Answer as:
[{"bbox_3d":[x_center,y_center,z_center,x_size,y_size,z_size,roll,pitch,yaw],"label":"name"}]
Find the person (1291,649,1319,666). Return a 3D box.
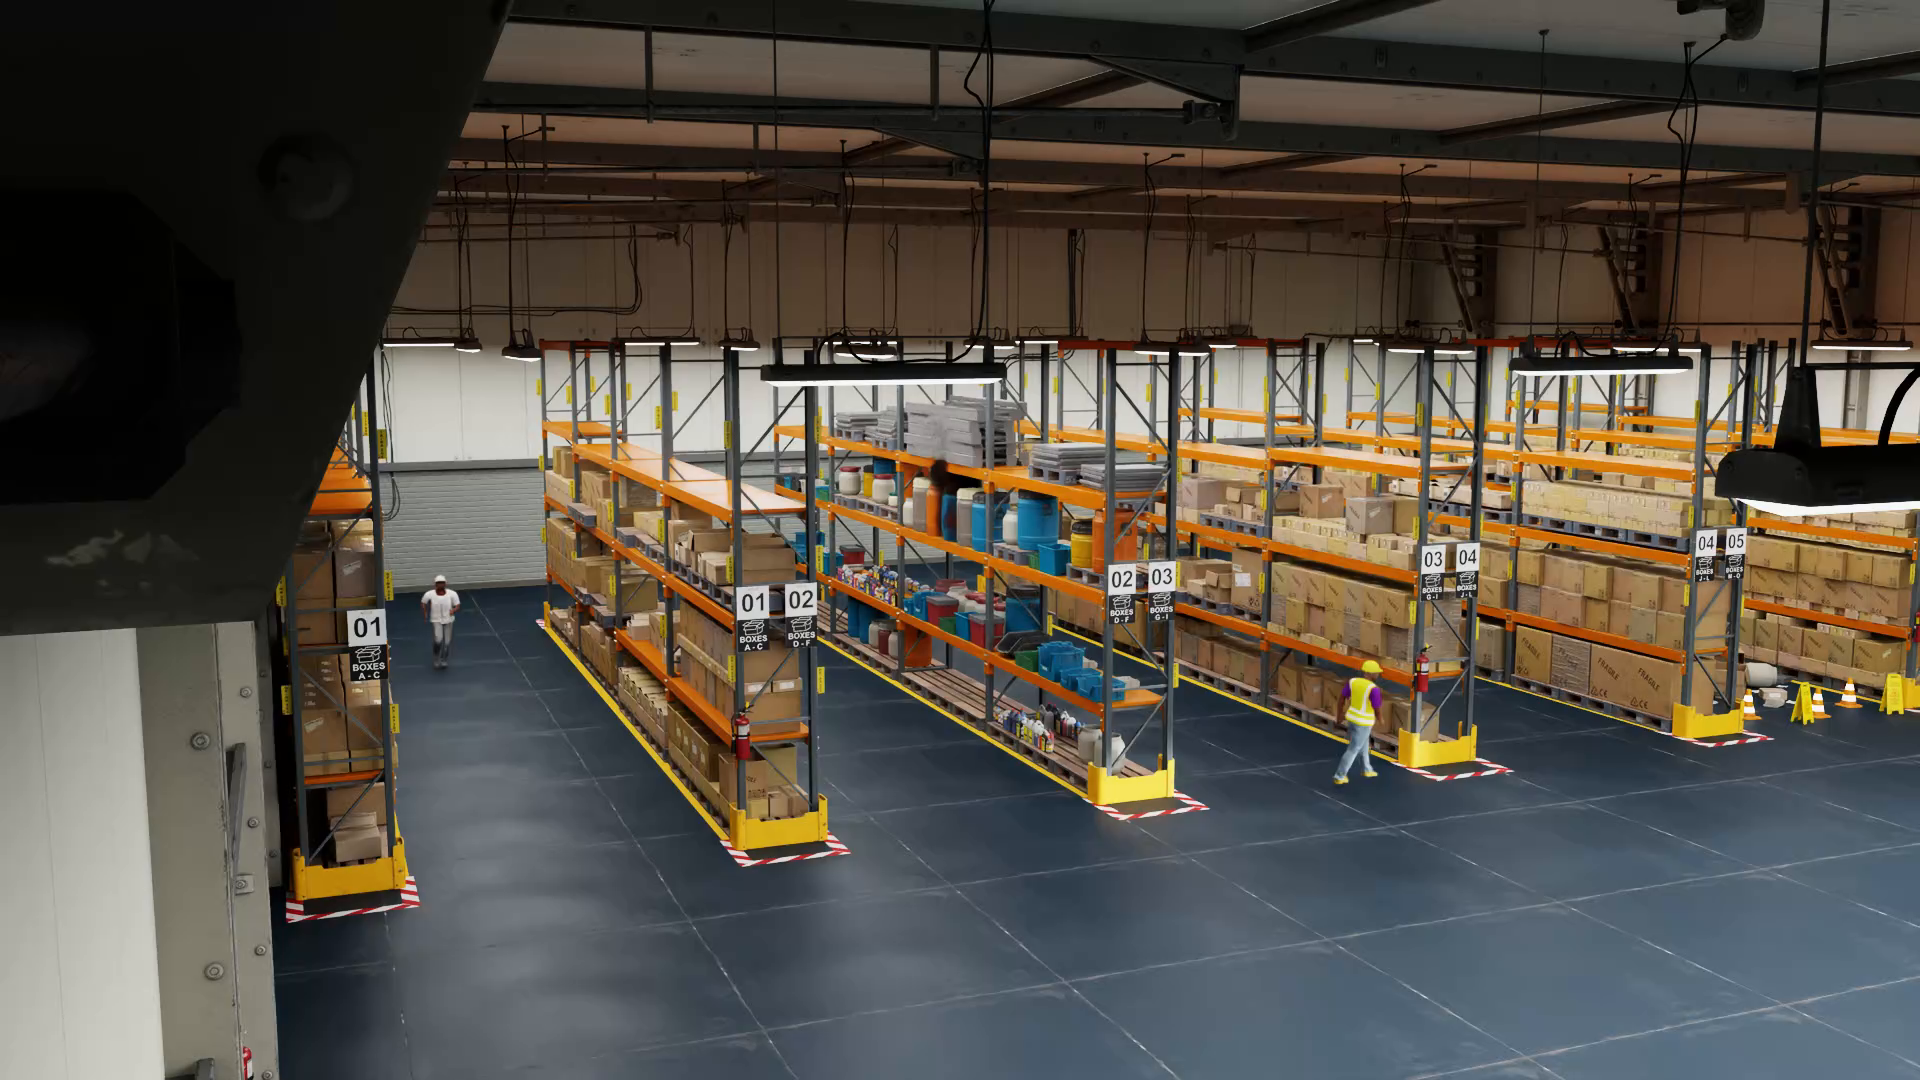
[{"bbox_3d":[6.565,1.568,31.141,0.603,1.530,1.083,-3,8,-24],"label":"person"}]

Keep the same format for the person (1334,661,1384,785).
[{"bbox_3d":[5.535,2.483,22.783,0.897,1.718,0.668,-3,8,-25],"label":"person"}]

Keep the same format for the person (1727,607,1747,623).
[{"bbox_3d":[15.803,1.270,33.534,0.563,1.470,1.095,-7,10,-42],"label":"person"}]

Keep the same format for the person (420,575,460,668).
[{"bbox_3d":[-9.496,1.499,30.462,0.687,1.721,0.640,-3,8,-22],"label":"person"}]
